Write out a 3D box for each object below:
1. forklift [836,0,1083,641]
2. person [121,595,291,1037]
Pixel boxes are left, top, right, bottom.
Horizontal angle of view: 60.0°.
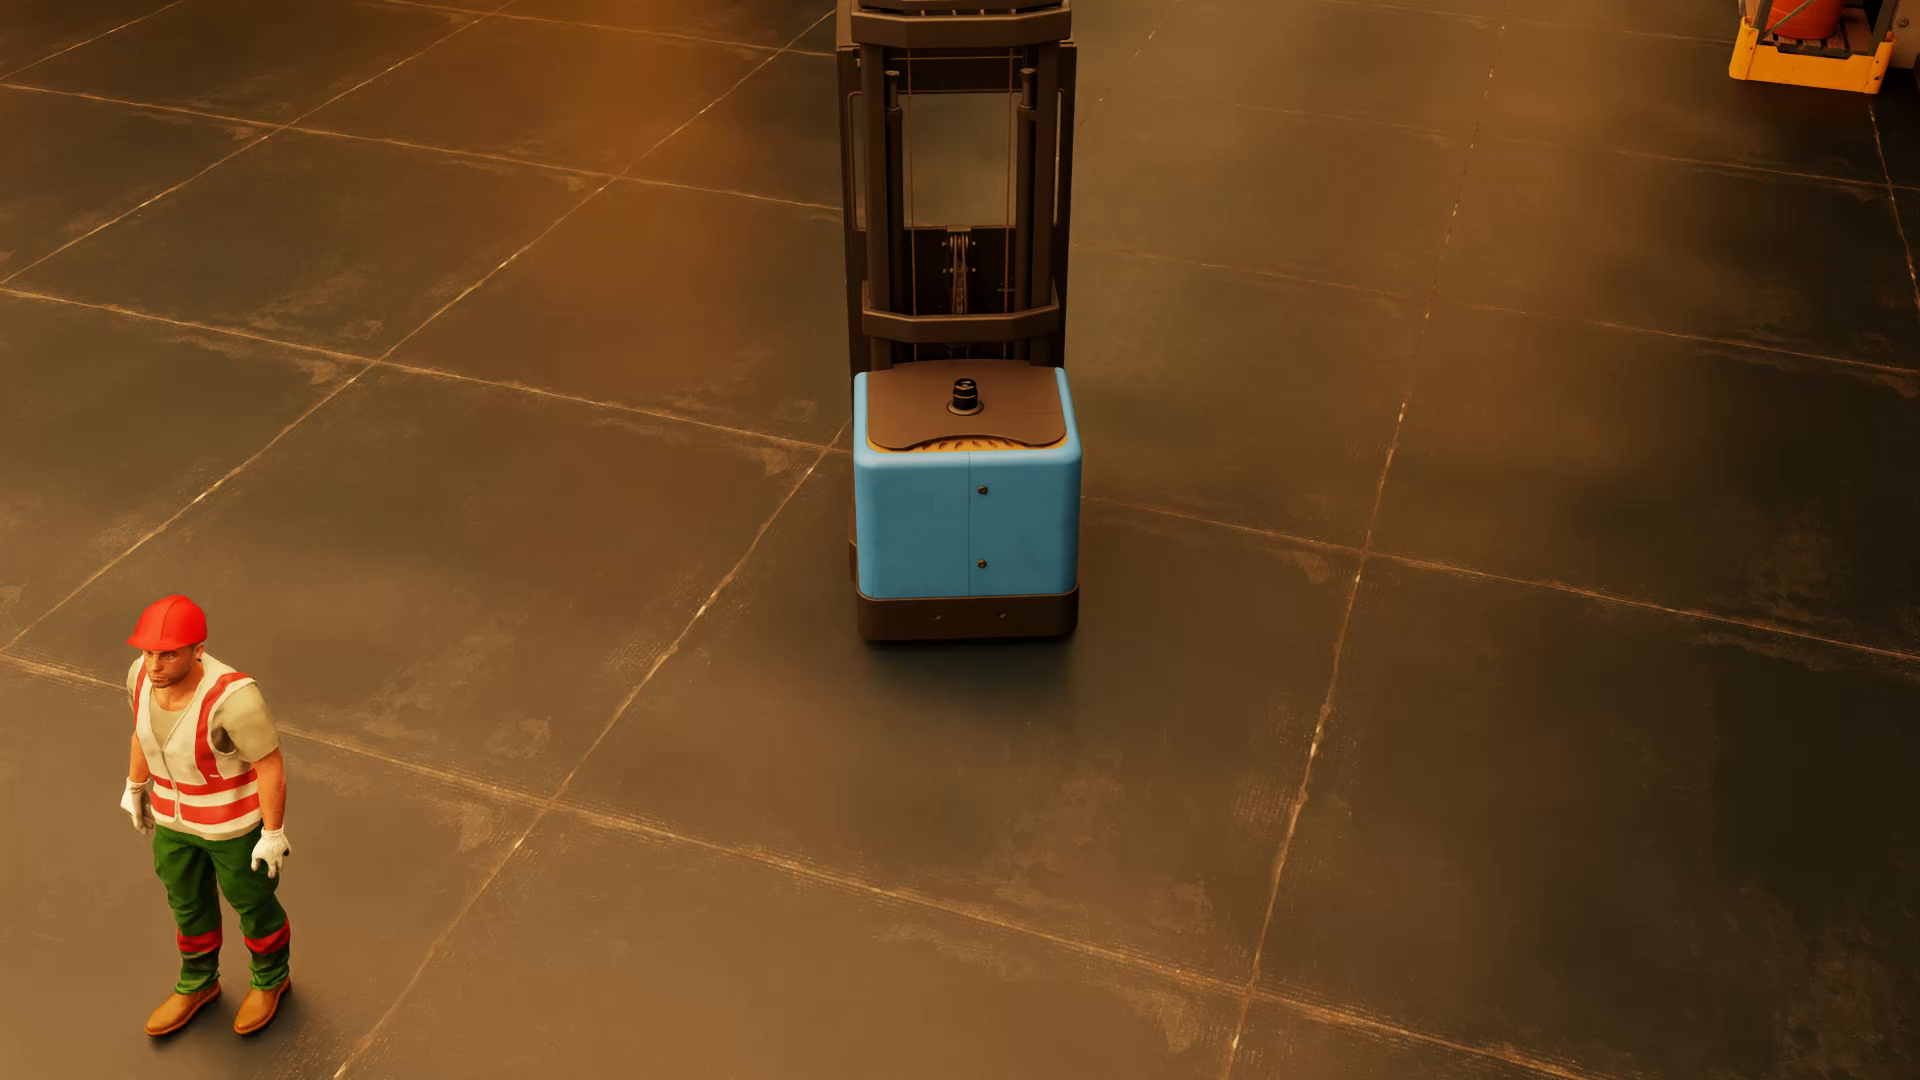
[{"bbox_3d":[-0.029,-1.547,8.293,1.130,2.935,3.031,-2,35,-2],"label":"forklift"},{"bbox_3d":[-2.614,0.991,5.688,0.638,1.790,0.561,11,37,16],"label":"person"}]
